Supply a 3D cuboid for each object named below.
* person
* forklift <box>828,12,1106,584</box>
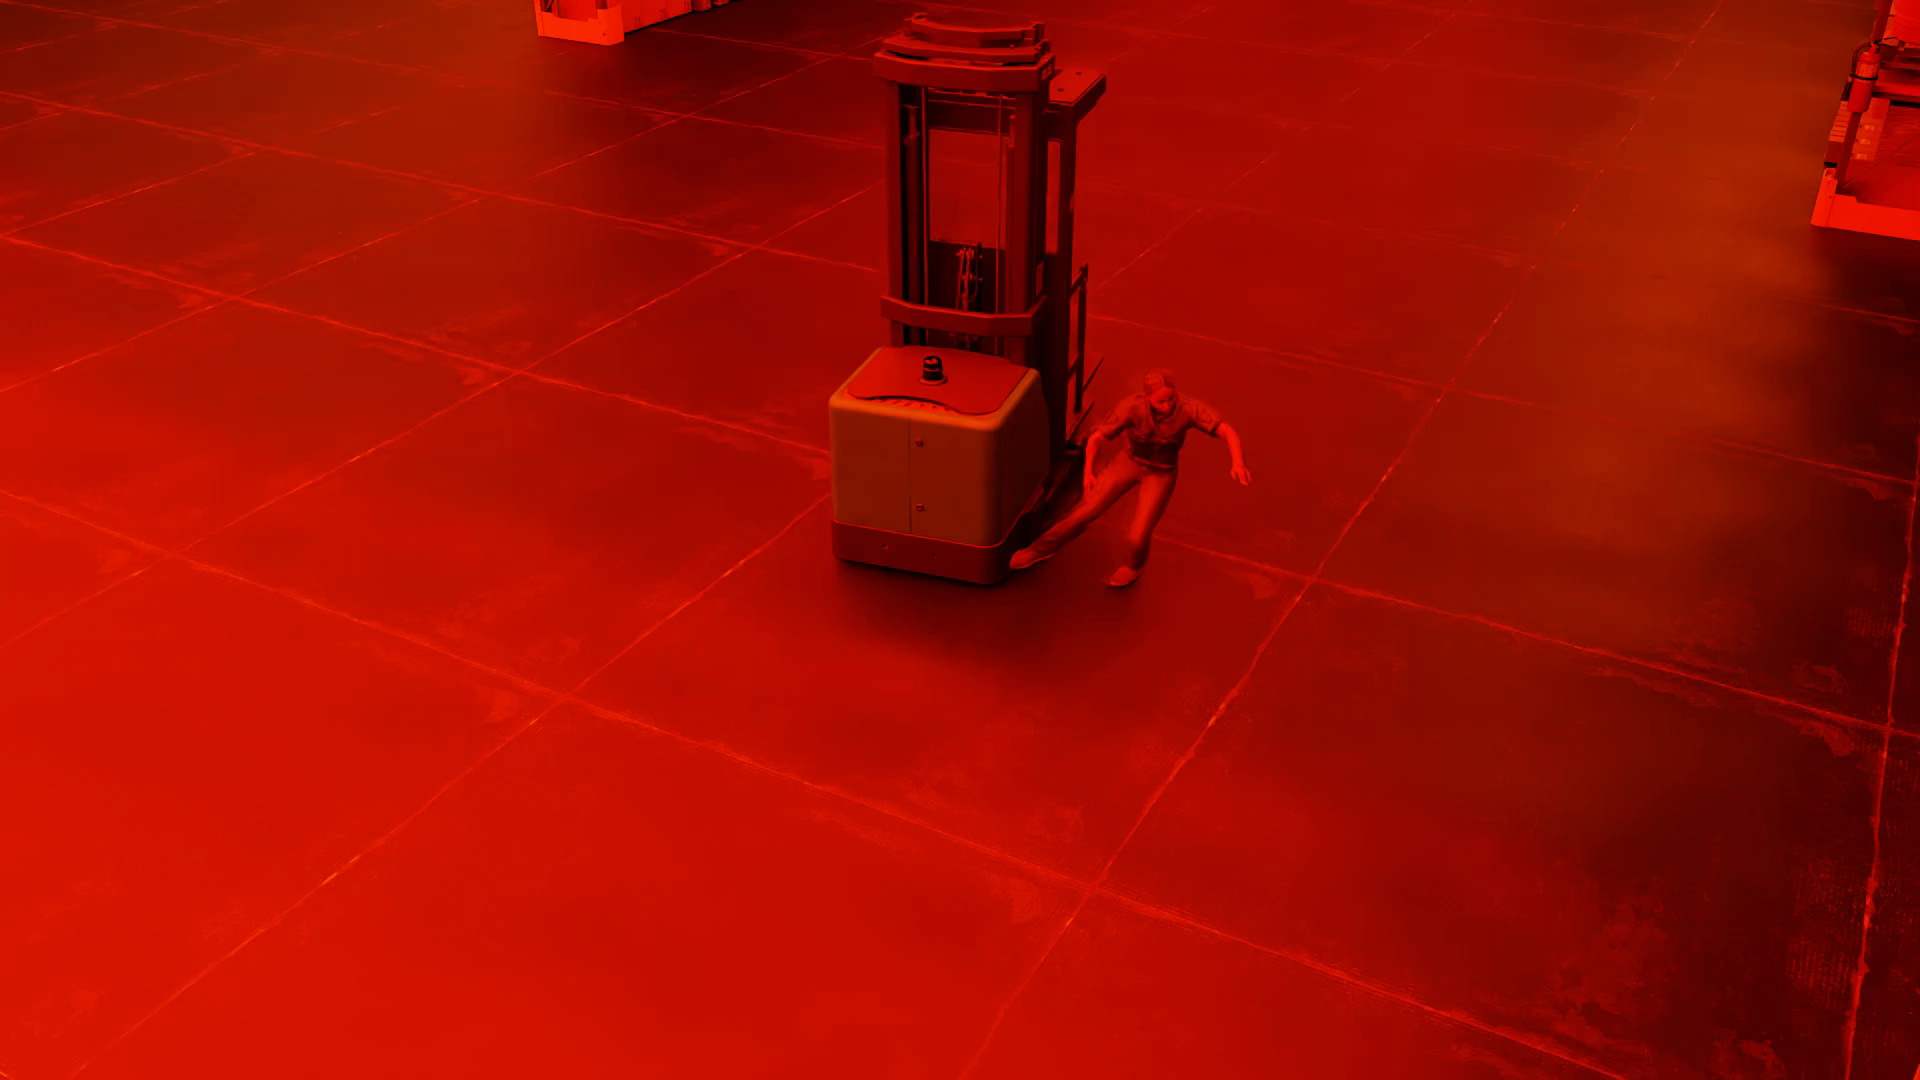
[{"bbox_3d":[0.908,-0.299,9.151,1.342,1.414,0.797,5,30,9],"label":"person"},{"bbox_3d":[0.210,-1.743,10.091,1.130,2.935,3.031,10,31,16],"label":"forklift"}]
